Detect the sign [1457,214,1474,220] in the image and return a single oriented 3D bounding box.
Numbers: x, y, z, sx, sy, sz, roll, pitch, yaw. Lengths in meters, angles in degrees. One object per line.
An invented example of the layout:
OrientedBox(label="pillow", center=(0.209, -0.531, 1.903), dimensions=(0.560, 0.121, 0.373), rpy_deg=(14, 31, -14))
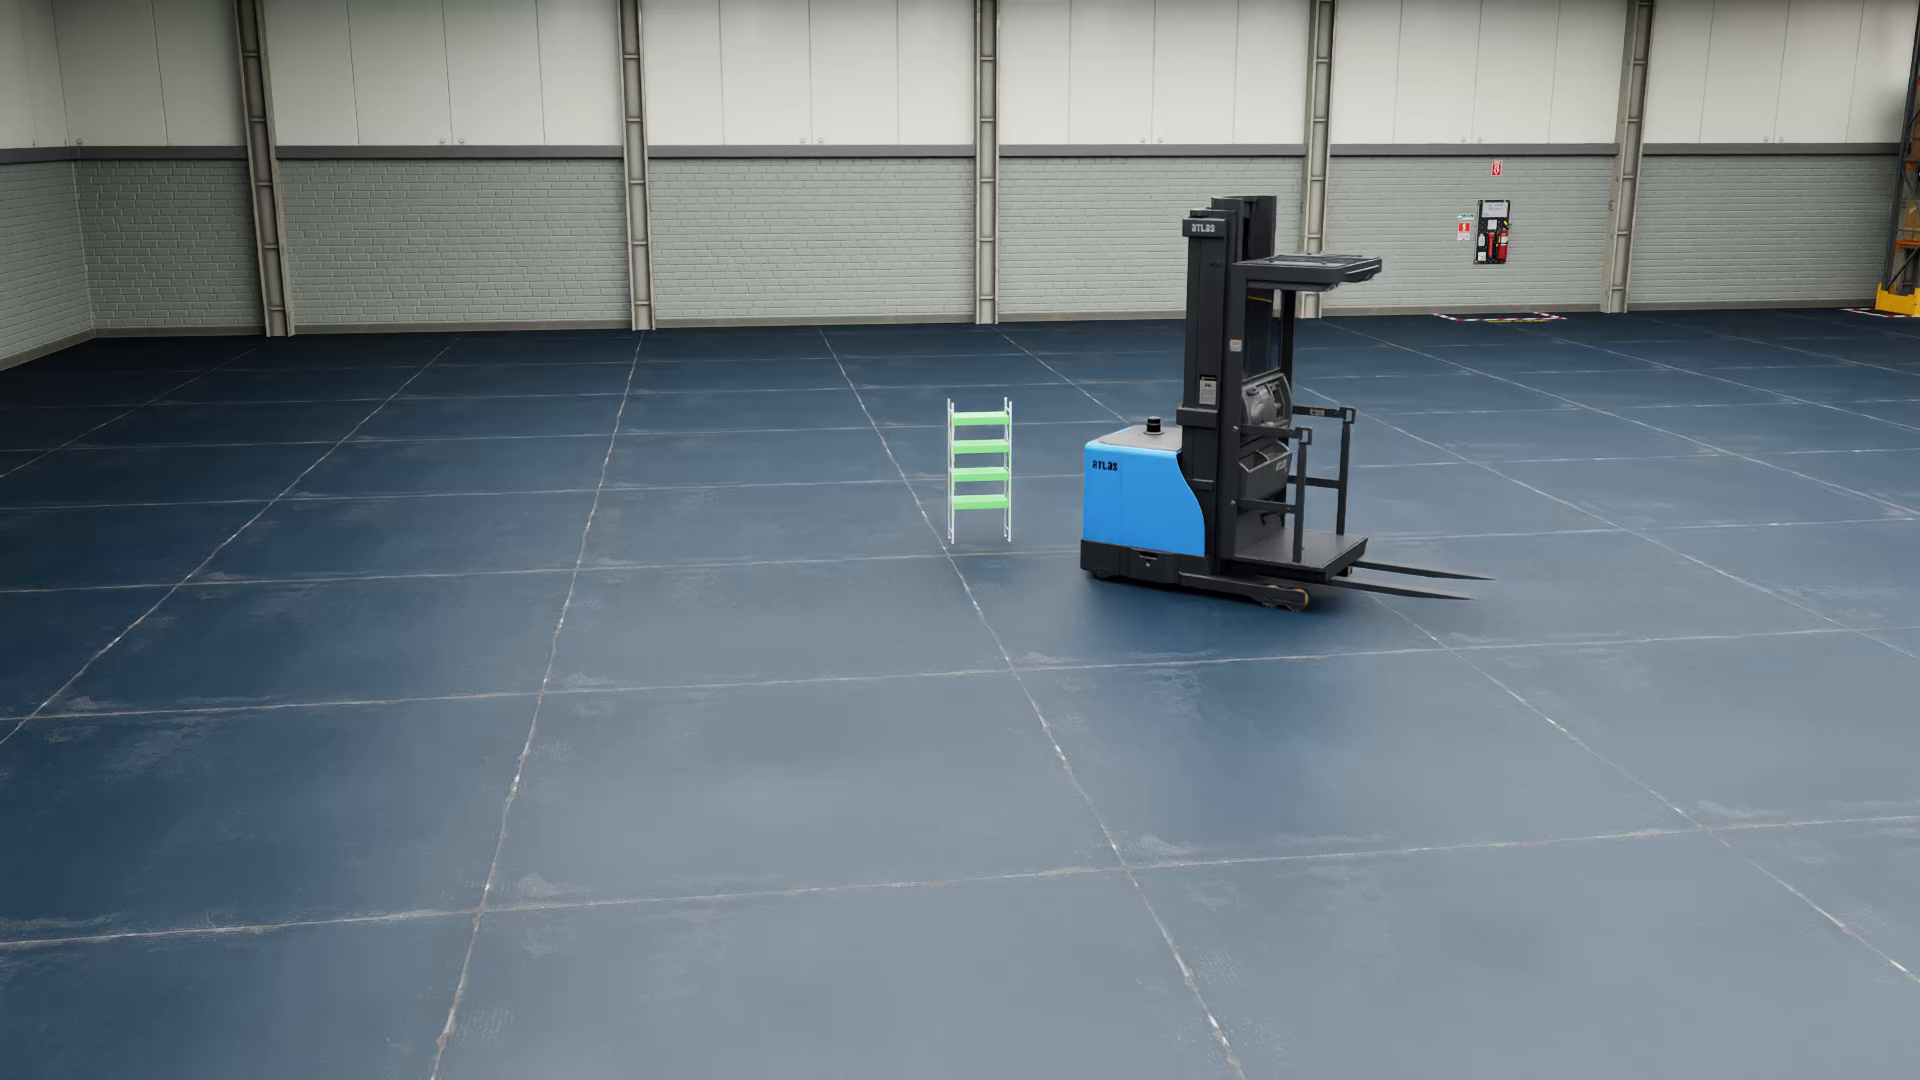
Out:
OrientedBox(label="sign", center=(9.320, -5.960, 30.657), dimensions=(0.331, 0.109, 0.001), rpy_deg=(-2, 14, -8))

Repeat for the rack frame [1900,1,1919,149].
OrientedBox(label="rack frame", center=(17.695, -8.657, 30.241), dimensions=(0.127, 3.000, 1.000), rpy_deg=(-2, 14, -8))

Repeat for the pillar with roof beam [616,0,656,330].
OrientedBox(label="pillar with roof beam", center=(-4.833, -6.985, 23.575), dimensions=(0.400, 9.000, 9.100), rpy_deg=(-2, 14, -8))

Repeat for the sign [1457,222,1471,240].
OrientedBox(label="sign", center=(9.314, -5.705, 30.729), dimensions=(0.234, 0.329, 0.001), rpy_deg=(-2, 14, -8))

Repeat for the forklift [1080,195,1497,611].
OrientedBox(label="forklift", center=(2.475, -1.047, 12.373), dimensions=(3.031, 2.935, 1.130), rpy_deg=(8, 16, 30))

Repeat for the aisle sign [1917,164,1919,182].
OrientedBox(label="aisle sign", center=(17.669, -6.933, 30.357), dimensions=(0.004, 0.787, 0.394), rpy_deg=(-2, 14, -8))

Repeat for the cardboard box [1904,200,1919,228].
OrientedBox(label="cardboard box", center=(18.129, -6.116, 31.168), dimensions=(0.500, 0.500, 0.500), rpy_deg=(-2, 14, -9))

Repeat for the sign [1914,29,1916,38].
OrientedBox(label="sign", center=(17.632, -9.321, 30.644), dimensions=(0.005, 0.325, 0.100), rpy_deg=(-2, 14, -8))

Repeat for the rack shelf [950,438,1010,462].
OrientedBox(label="rack shelf", center=(0.164, -0.759, 14.057), dimensions=(0.480, 0.148, 0.258), rpy_deg=(-2, 14, -8))

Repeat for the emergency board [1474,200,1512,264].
OrientedBox(label="emergency board", center=(9.876, -5.683, 30.714), dimensions=(0.643, 1.169, 0.194), rpy_deg=(-2, 14, -8))

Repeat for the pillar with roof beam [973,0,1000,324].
OrientedBox(label="pillar with roof beam", center=(1.101, -7.202, 24.442), dimensions=(0.400, 9.000, 9.100), rpy_deg=(-2, 14, -8))

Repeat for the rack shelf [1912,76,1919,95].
OrientedBox(label="rack shelf", center=(19.673, -8.379, 30.618), dimensions=(4.000, 0.370, 1.077), rpy_deg=(-2, 14, -8))

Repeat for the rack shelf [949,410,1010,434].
OrientedBox(label="rack shelf", center=(0.164, -0.992, 13.999), dimensions=(0.480, 0.148, 0.258), rpy_deg=(-2, 14, -8))

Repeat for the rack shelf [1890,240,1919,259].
OrientedBox(label="rack shelf", center=(19.673, -5.471, 31.348), dimensions=(4.000, 0.370, 1.077), rpy_deg=(-2, 14, -8))

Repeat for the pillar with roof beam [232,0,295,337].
OrientedBox(label="pillar with roof beam", center=(-10.766, -6.768, 22.708), dimensions=(0.400, 9.000, 9.100), rpy_deg=(-2, 14, -8))

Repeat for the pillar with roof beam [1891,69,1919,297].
OrientedBox(label="pillar with roof beam", center=(18.900, -7.855, 27.043), dimensions=(0.400, 9.000, 9.100), rpy_deg=(-2, 14, -8))

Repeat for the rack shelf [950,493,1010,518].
OrientedBox(label="rack shelf", center=(0.164, -0.293, 14.174), dimensions=(0.480, 0.148, 0.258), rpy_deg=(-2, 14, -8))

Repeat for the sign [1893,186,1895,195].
OrientedBox(label="sign", center=(17.632, -6.596, 31.327), dimensions=(0.005, 0.325, 0.100), rpy_deg=(-2, 14, -8))

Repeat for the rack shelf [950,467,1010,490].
OrientedBox(label="rack shelf", center=(0.164, -0.526, 14.115), dimensions=(0.480, 0.148, 0.258), rpy_deg=(-2, 14, -8))

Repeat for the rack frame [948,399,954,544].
OrientedBox(label="rack frame", center=(-0.078, -0.579, 14.065), dimensions=(0.015, 1.200, 0.240), rpy_deg=(-2, 14, -8))

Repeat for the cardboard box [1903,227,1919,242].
OrientedBox(label="cardboard box", center=(18.128, -5.748, 31.240), dimensions=(0.500, 0.250, 0.500), rpy_deg=(-2, 14, -7))

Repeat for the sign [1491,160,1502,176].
OrientedBox(label="sign", center=(9.853, -6.831, 30.527), dimensions=(0.199, 0.298, 0.001), rpy_deg=(-2, 14, -8))

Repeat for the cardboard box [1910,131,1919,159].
OrientedBox(label="cardboard box", center=(18.070, -7.336, 30.895), dimensions=(0.500, 0.500, 0.500), rpy_deg=(-1, 14, -4))

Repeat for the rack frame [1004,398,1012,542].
OrientedBox(label="rack frame", center=(0.405, -0.597, 14.135), dimensions=(0.015, 1.200, 0.240), rpy_deg=(-2, 14, -8))

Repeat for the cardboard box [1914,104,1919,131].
OrientedBox(label="cardboard box", center=(18.082, -7.824, 30.783), dimensions=(0.500, 0.500, 0.500), rpy_deg=(-1, 14, -6))

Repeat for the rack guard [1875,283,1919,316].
OrientedBox(label="rack guard", center=(17.770, -4.537, 31.286), dimensions=(0.348, 0.500, 1.175), rpy_deg=(-2, 14, -8))

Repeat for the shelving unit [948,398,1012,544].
OrientedBox(label="shelving unit", center=(0.164, -0.588, 14.100), dimensions=(0.503, 1.200, 0.258), rpy_deg=(-2, 14, -8))

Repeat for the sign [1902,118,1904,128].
OrientedBox(label="sign", center=(17.632, -7.766, 31.034), dimensions=(0.005, 0.325, 0.100), rpy_deg=(-2, 14, -8))

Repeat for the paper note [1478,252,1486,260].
OrientedBox(label="paper note", center=(9.691, -5.266, 30.862), dimensions=(0.142, 0.148, 0.016), rpy_deg=(-2, 14, -8))

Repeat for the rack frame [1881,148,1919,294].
OrientedBox(label="rack frame", center=(17.695, -5.747, 30.971), dimensions=(0.127, 3.000, 1.000), rpy_deg=(-2, 14, -8))

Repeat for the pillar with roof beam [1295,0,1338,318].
OrientedBox(label="pillar with roof beam", center=(7.034, -7.420, 25.309), dimensions=(0.400, 9.000, 9.100), rpy_deg=(-2, 14, -8))

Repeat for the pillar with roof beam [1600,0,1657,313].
OrientedBox(label="pillar with roof beam", center=(12.967, -7.637, 26.176), dimensions=(0.400, 9.000, 9.100), rpy_deg=(-2, 14, -8))

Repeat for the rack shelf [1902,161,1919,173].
OrientedBox(label="rack shelf", center=(19.673, -6.925, 30.983), dimensions=(4.000, 0.370, 1.077), rpy_deg=(-2, 14, -8))
